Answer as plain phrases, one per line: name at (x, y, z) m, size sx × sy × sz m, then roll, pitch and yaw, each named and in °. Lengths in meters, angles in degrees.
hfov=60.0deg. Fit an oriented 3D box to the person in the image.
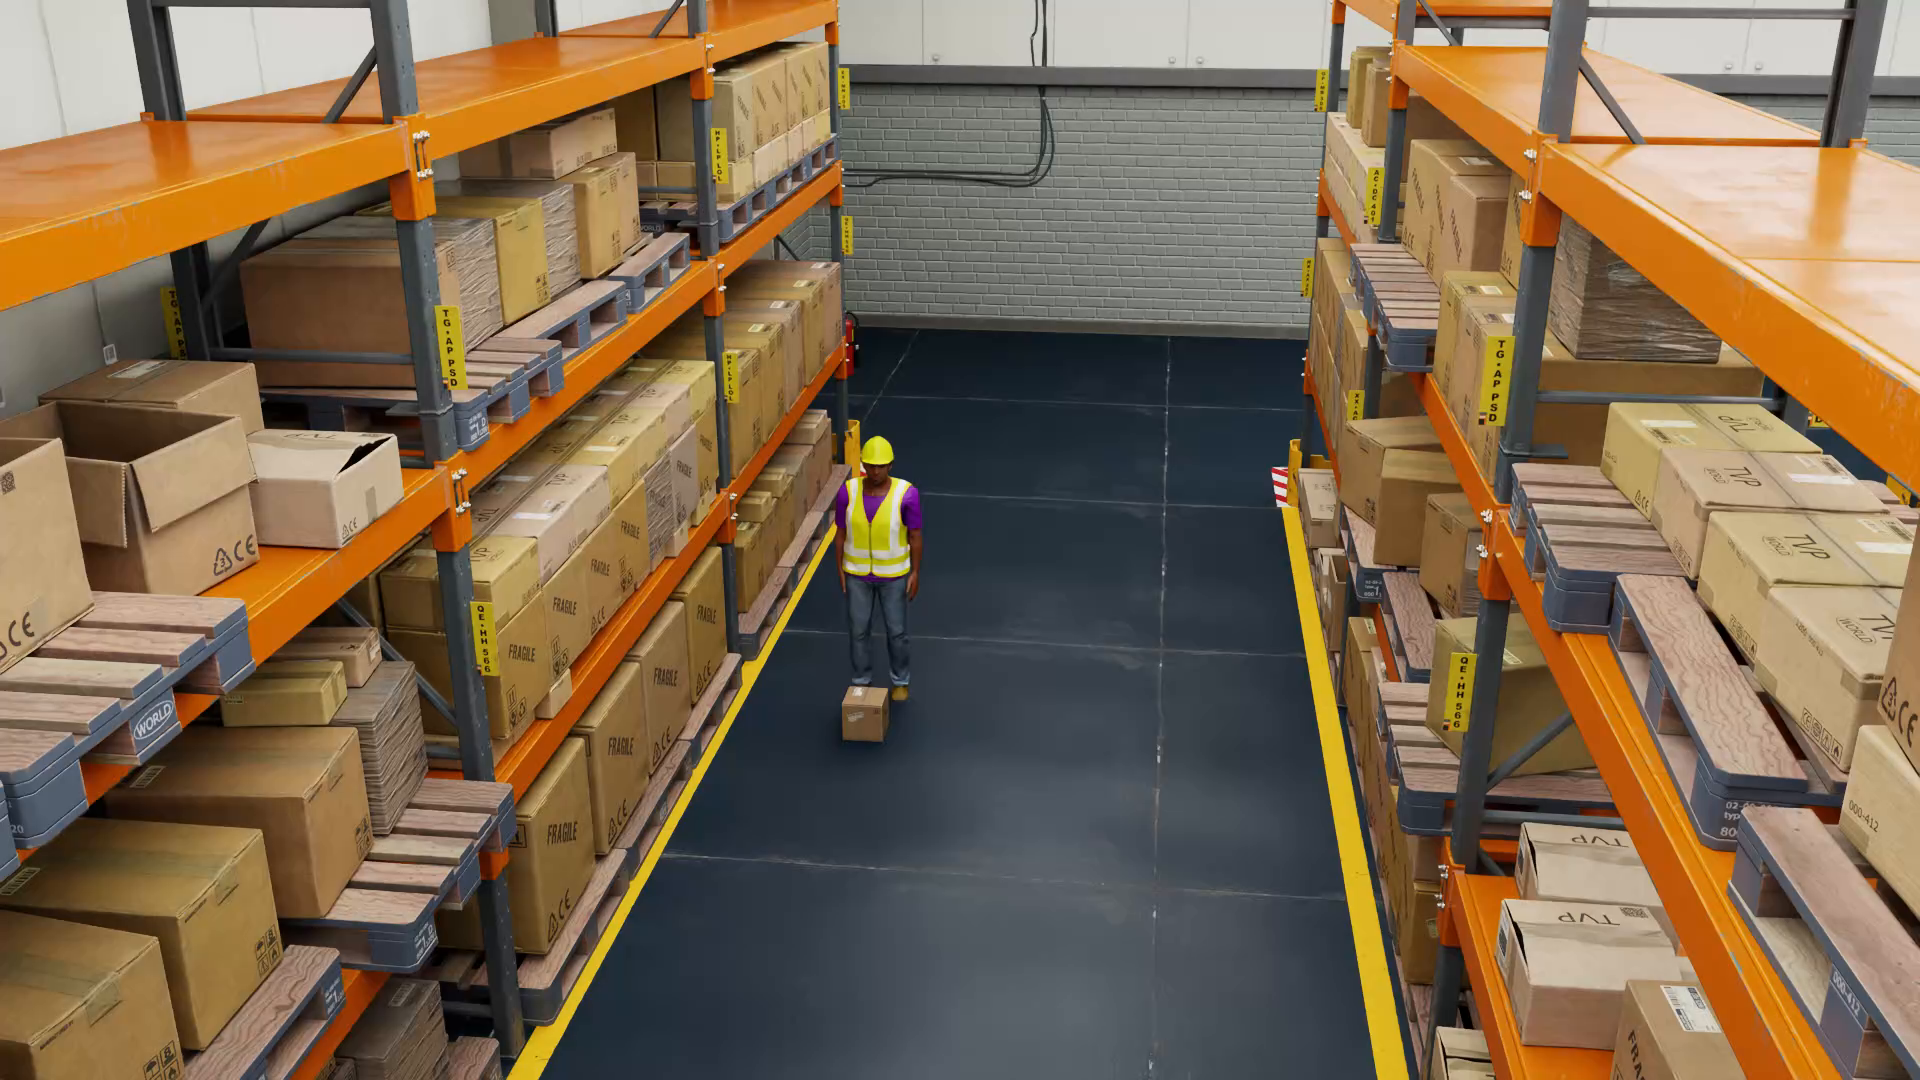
person at (-0.519, 0.230, 10.525) m, size 0.563 × 1.811 × 0.378 m, roll 3°, pitch 21°, yaw 8°
